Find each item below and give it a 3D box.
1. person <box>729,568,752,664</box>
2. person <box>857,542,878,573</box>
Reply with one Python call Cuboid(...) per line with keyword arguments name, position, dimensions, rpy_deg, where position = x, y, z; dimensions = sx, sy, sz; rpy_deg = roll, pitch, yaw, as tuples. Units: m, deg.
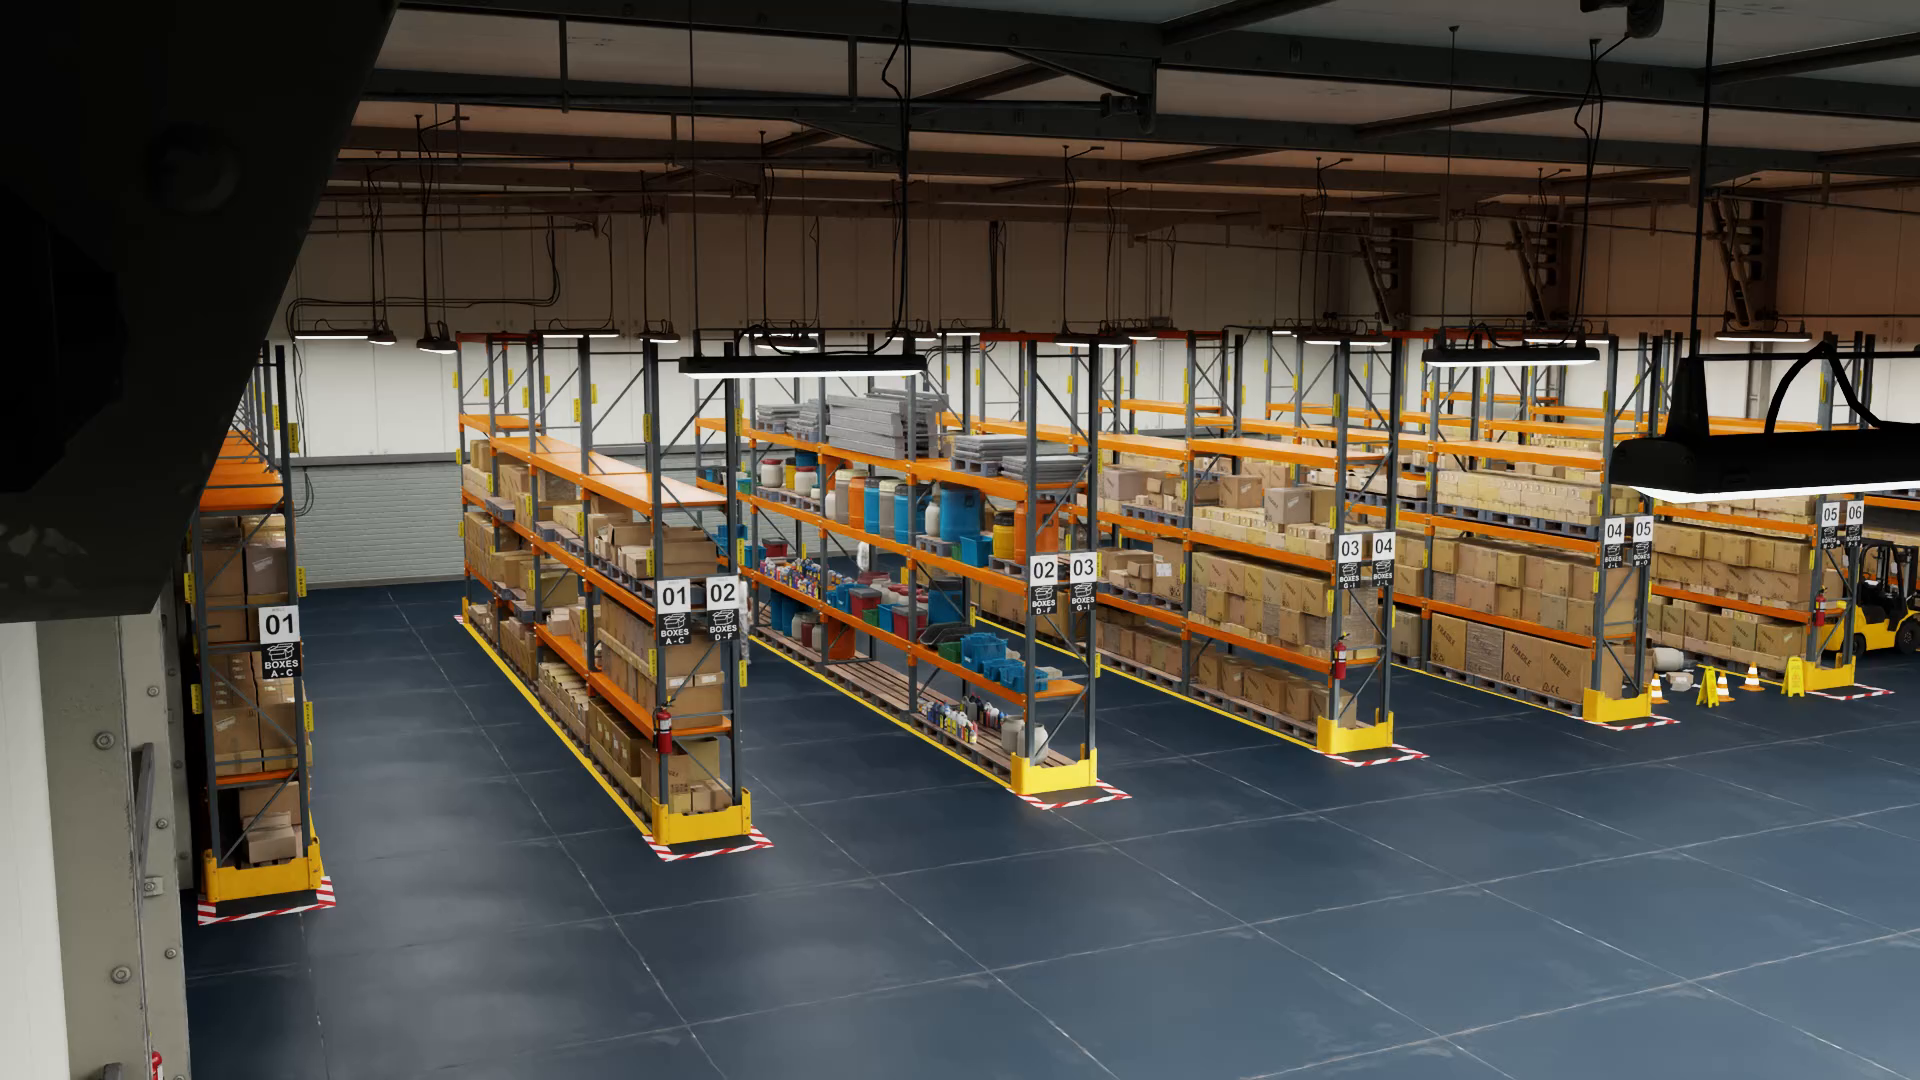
Cuboid(name="person", position=(-4.086, 1.353, 30.386), dimensions=(0.585, 1.721, 0.995), rpy_deg=(-1, 8, -10))
Cuboid(name="person", position=(-2.009, 0.578, 36.540), dimensions=(0.532, 1.614, 1.034), rpy_deg=(-3, 8, -22))
